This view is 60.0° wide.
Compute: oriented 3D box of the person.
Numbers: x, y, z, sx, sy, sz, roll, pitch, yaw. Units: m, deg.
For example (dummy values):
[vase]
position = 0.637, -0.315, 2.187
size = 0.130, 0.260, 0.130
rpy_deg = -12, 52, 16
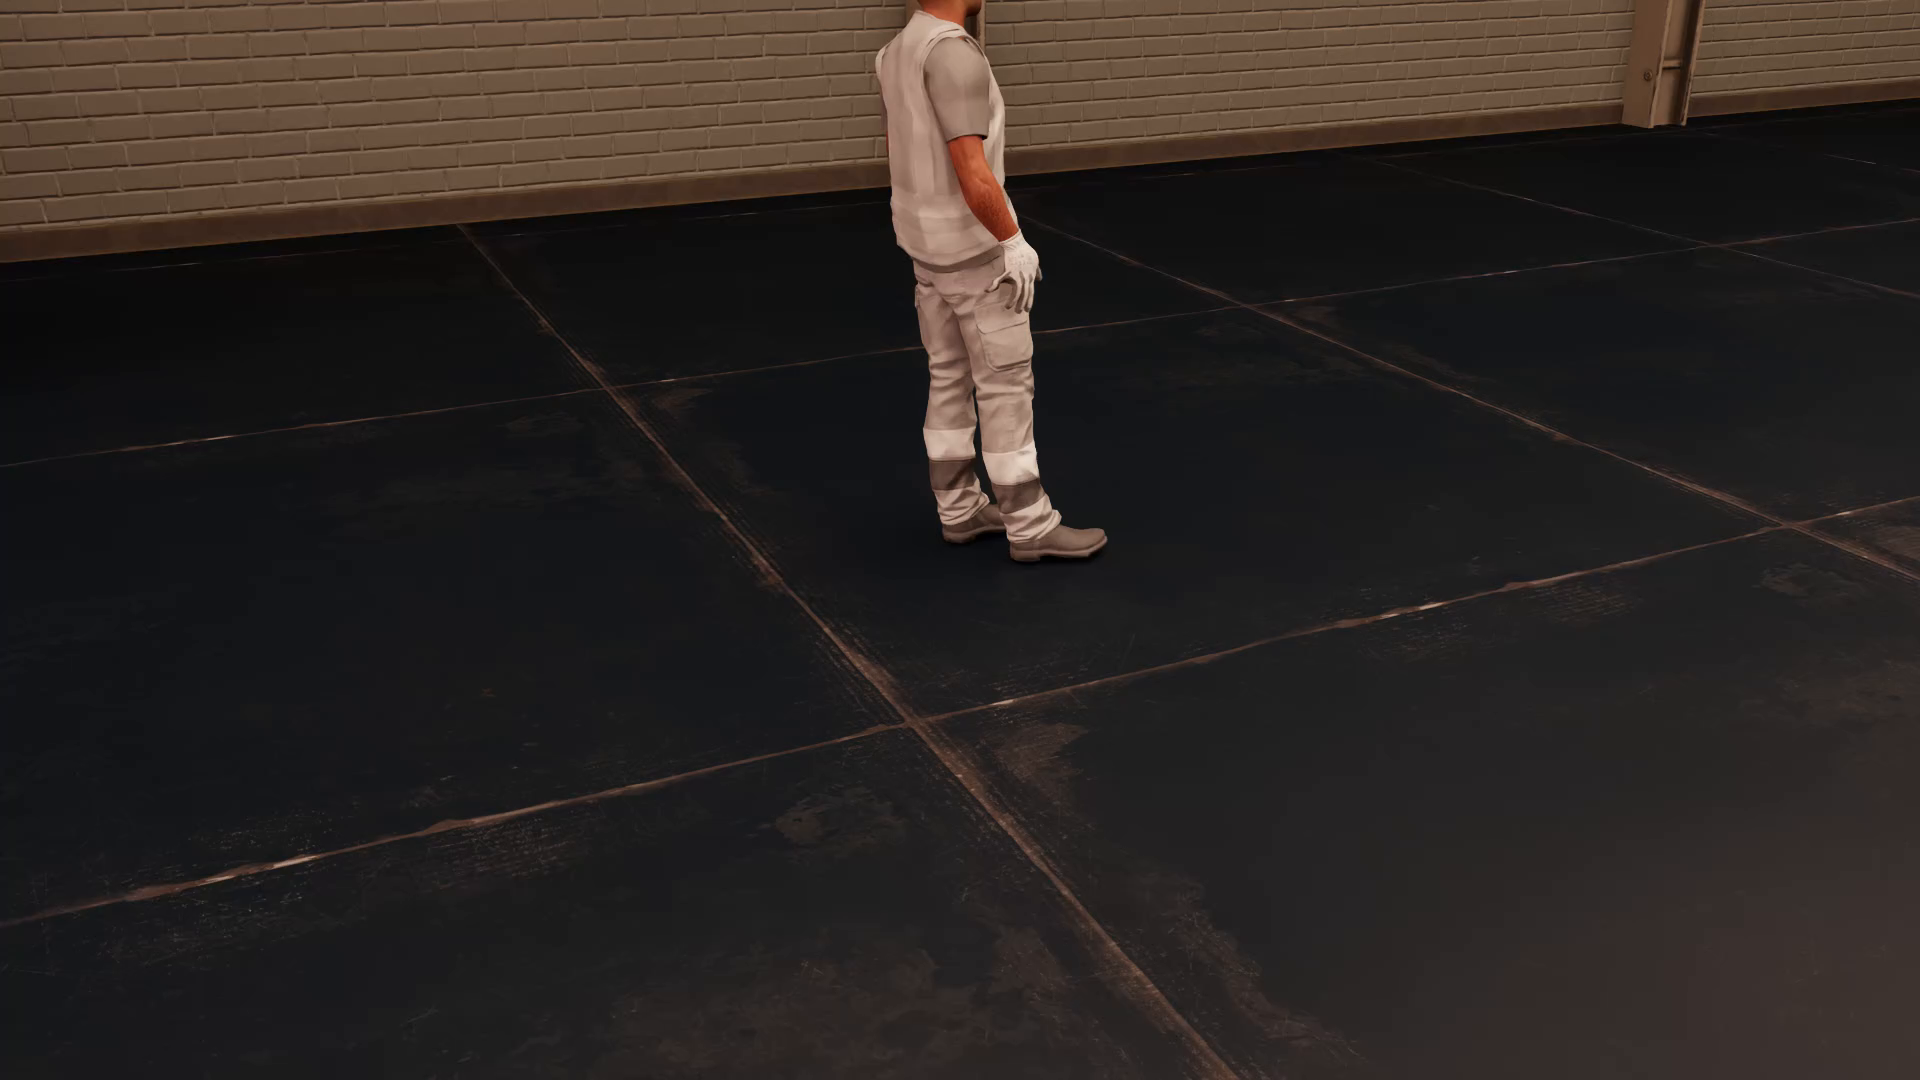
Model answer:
[person]
position = 0.078, -0.842, 4.781
size = 0.564, 1.787, 0.637
rpy_deg = -10, 25, -23
